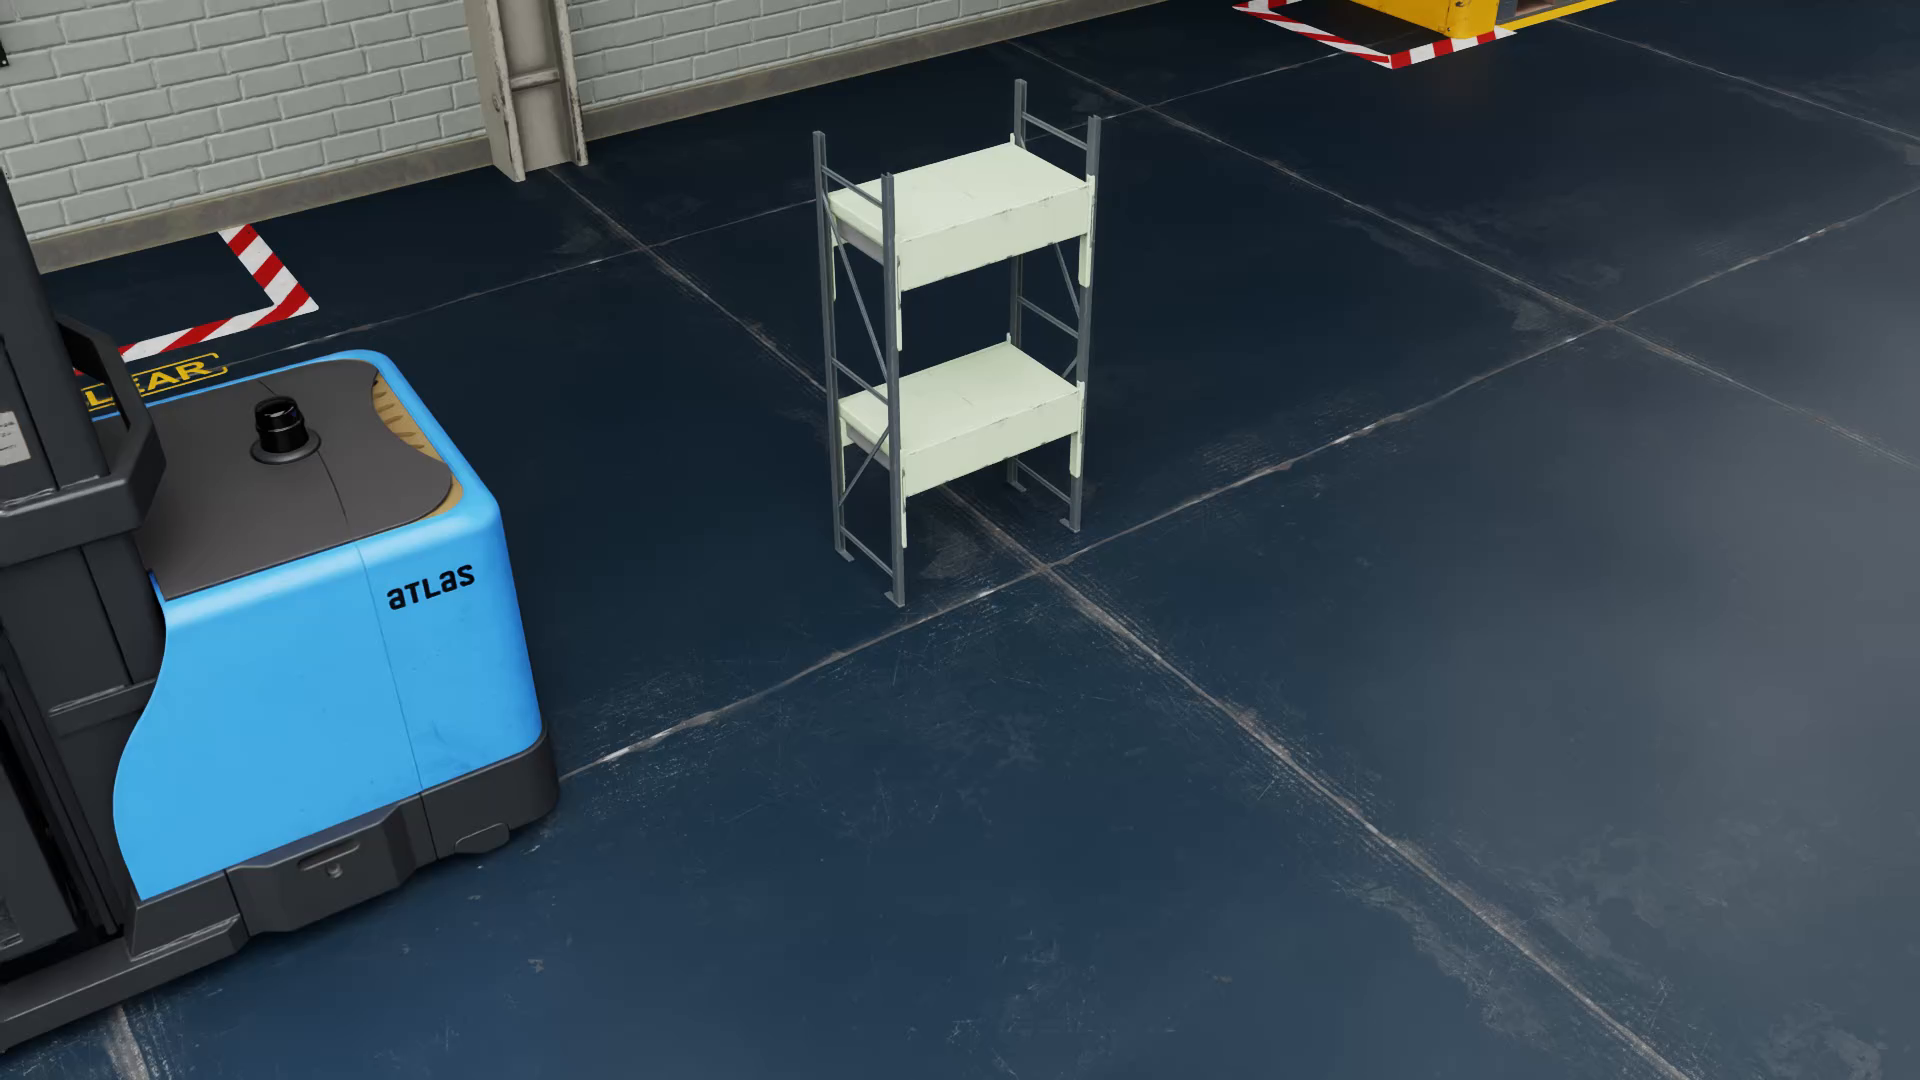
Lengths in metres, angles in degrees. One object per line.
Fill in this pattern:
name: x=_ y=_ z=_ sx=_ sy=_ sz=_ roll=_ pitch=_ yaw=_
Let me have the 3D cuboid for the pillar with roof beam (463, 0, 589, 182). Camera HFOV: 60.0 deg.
pillar with roof beam: x=0.360 y=-3.503 z=2.914 sx=0.400 sy=9.000 sz=9.100 roll=-22 pitch=41 yaw=-28

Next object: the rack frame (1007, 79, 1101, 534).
rack frame: x=0.294 y=-0.730 z=5.480 sx=0.023 sy=1.500 sz=0.400 roll=-22 pitch=41 yaw=-28

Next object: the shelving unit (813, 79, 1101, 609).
shelving unit: x=-0.005 y=-0.607 z=5.309 sx=0.755 sy=1.500 sz=0.431 roll=-22 pitch=41 yaw=-28

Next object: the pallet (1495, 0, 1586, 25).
pallet: x=3.457 y=-3.642 z=10.633 sx=1.213 sy=0.211 sz=1.003 roll=-22 pitch=41 yaw=-28

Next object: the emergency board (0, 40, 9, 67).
emergency board: x=-4.162 y=-2.309 z=6.392 sx=0.643 sy=1.169 sz=0.194 roll=-22 pitch=41 yaw=-28

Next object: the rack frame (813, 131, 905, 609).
rack frame: x=-0.305 y=-0.484 z=5.138 sx=0.023 sy=1.500 sz=0.400 roll=-22 pitch=41 yaw=-28

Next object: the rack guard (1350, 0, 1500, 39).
rack guard: x=2.772 y=-3.503 z=10.192 sx=0.348 sy=0.500 sz=1.175 roll=-22 pitch=41 yaw=-28

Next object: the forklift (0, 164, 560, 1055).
forklift: x=-2.631 y=-0.173 z=3.480 sx=3.031 sy=2.935 sz=1.130 roll=-21 pitch=41 yaw=-26

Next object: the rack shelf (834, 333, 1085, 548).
rack shelf: x=-0.005 y=-0.342 z=5.499 sx=0.720 sy=0.370 sz=0.431 roll=-22 pitch=41 yaw=-28

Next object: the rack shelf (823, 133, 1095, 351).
rack shelf: x=-0.005 y=-0.923 z=5.081 sx=0.720 sy=0.370 sz=0.431 roll=-22 pitch=41 yaw=-28
